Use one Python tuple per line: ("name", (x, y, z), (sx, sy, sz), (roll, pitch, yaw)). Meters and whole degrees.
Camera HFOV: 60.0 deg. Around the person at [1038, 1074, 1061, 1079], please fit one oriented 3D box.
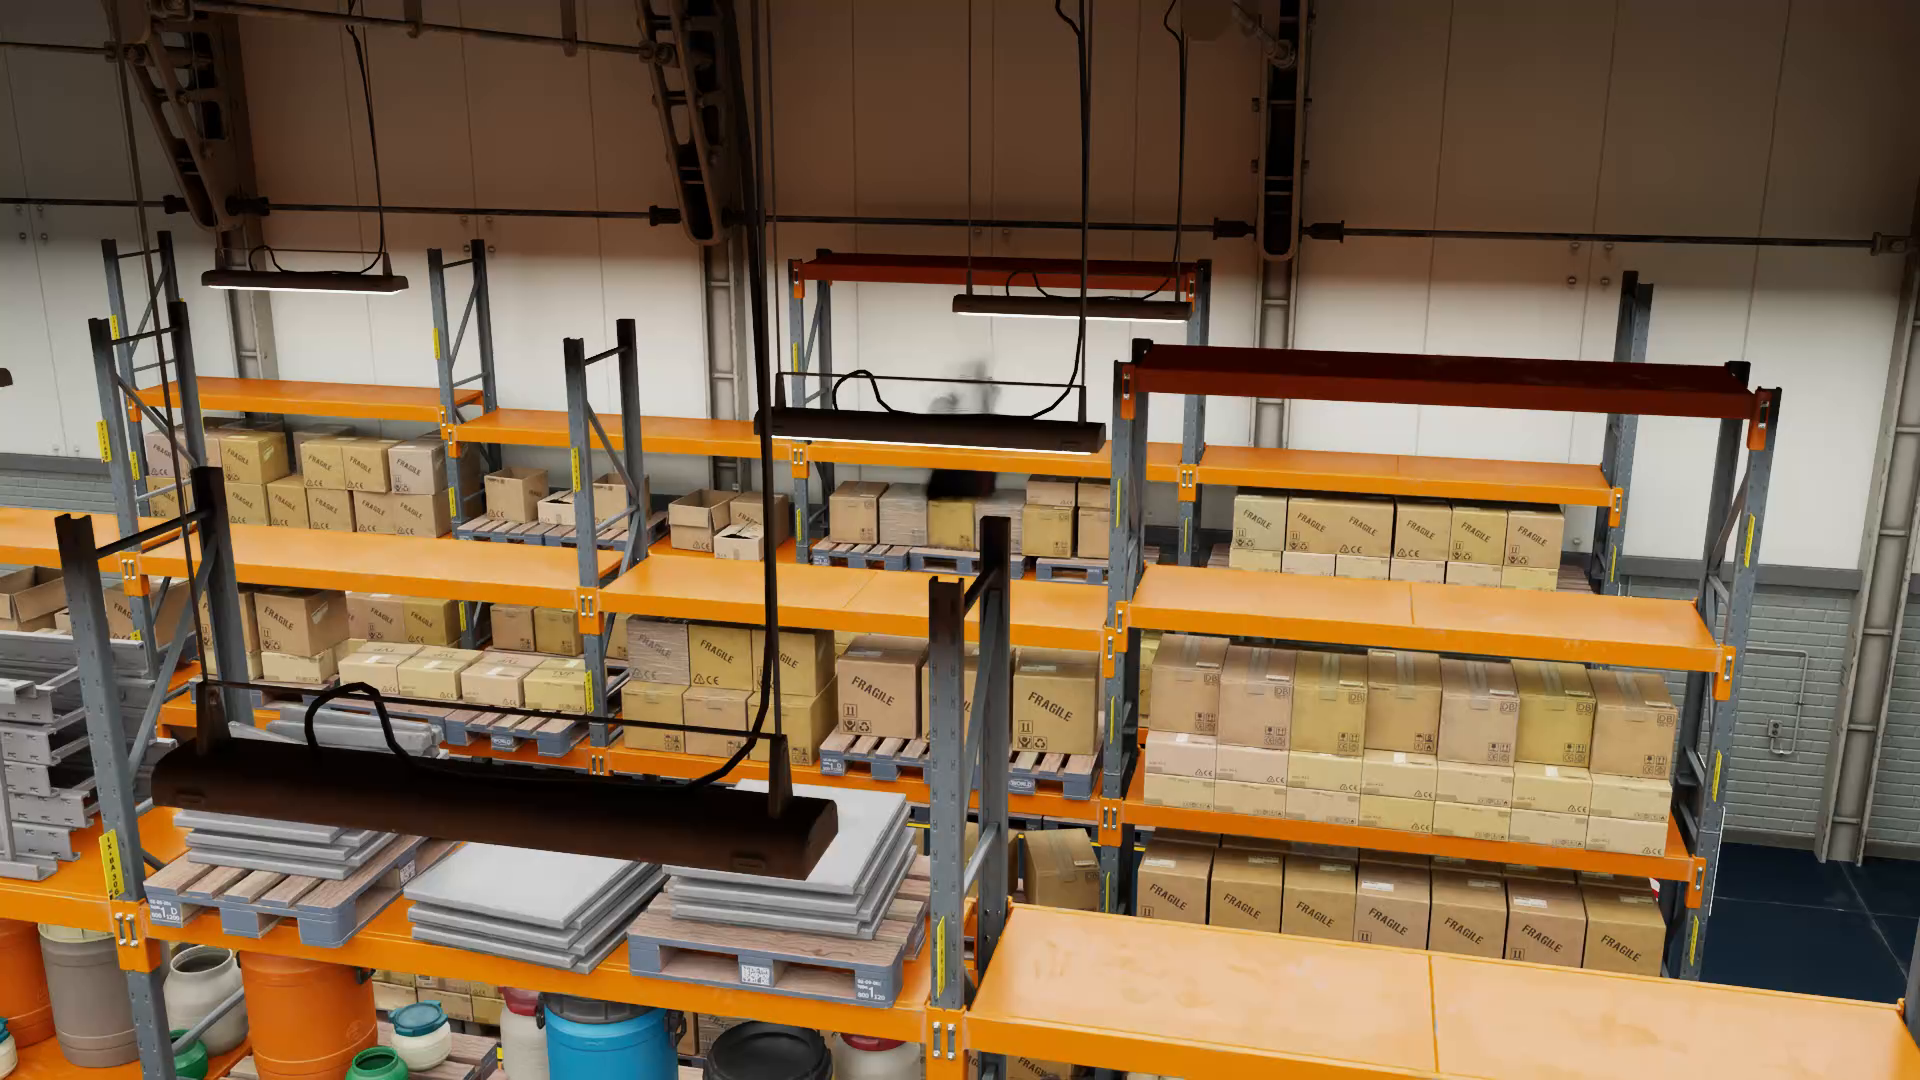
("person", (0.503, 4.243, 10.989), (0.547, 1.609, 0.570), (1, 16, 4))
